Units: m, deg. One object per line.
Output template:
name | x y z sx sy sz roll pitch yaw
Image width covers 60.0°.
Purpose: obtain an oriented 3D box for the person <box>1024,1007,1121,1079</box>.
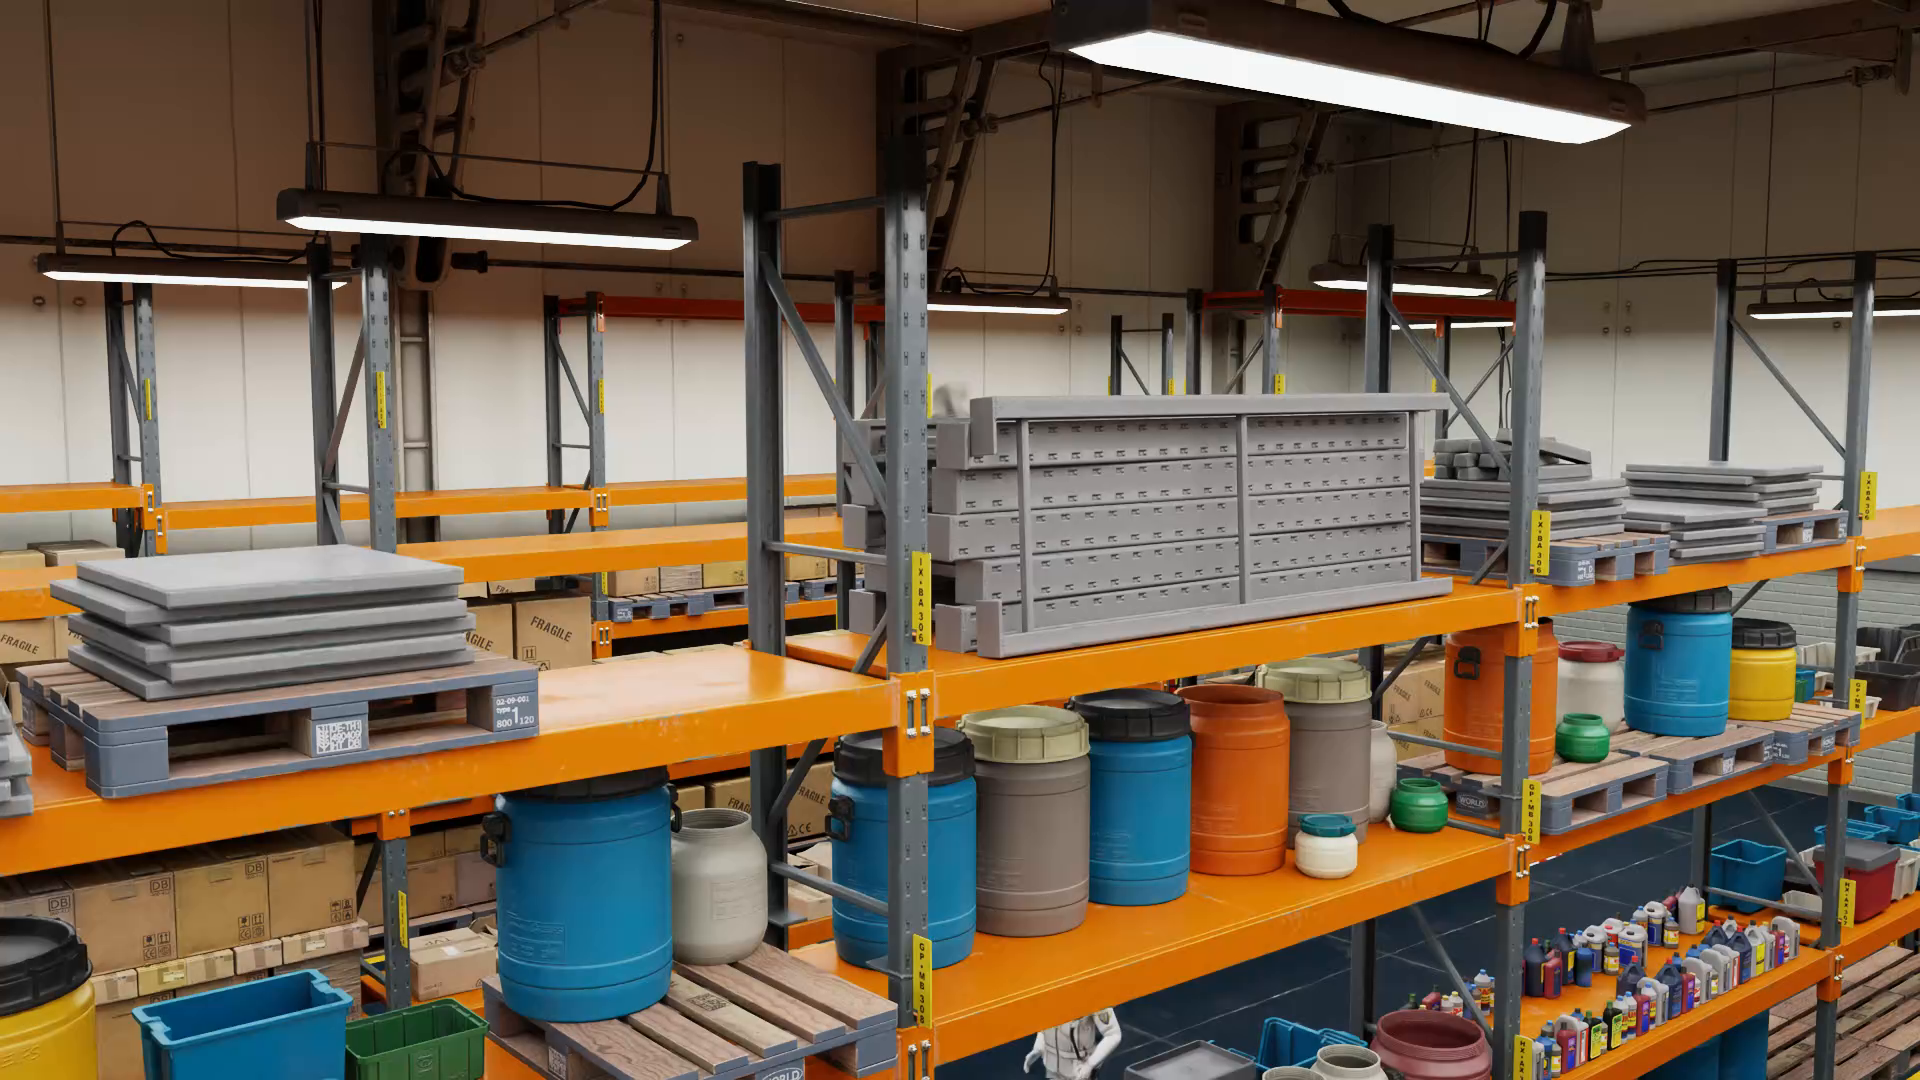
person | 0.693 3.338 10.441 0.592 1.651 0.539 5 7 42
